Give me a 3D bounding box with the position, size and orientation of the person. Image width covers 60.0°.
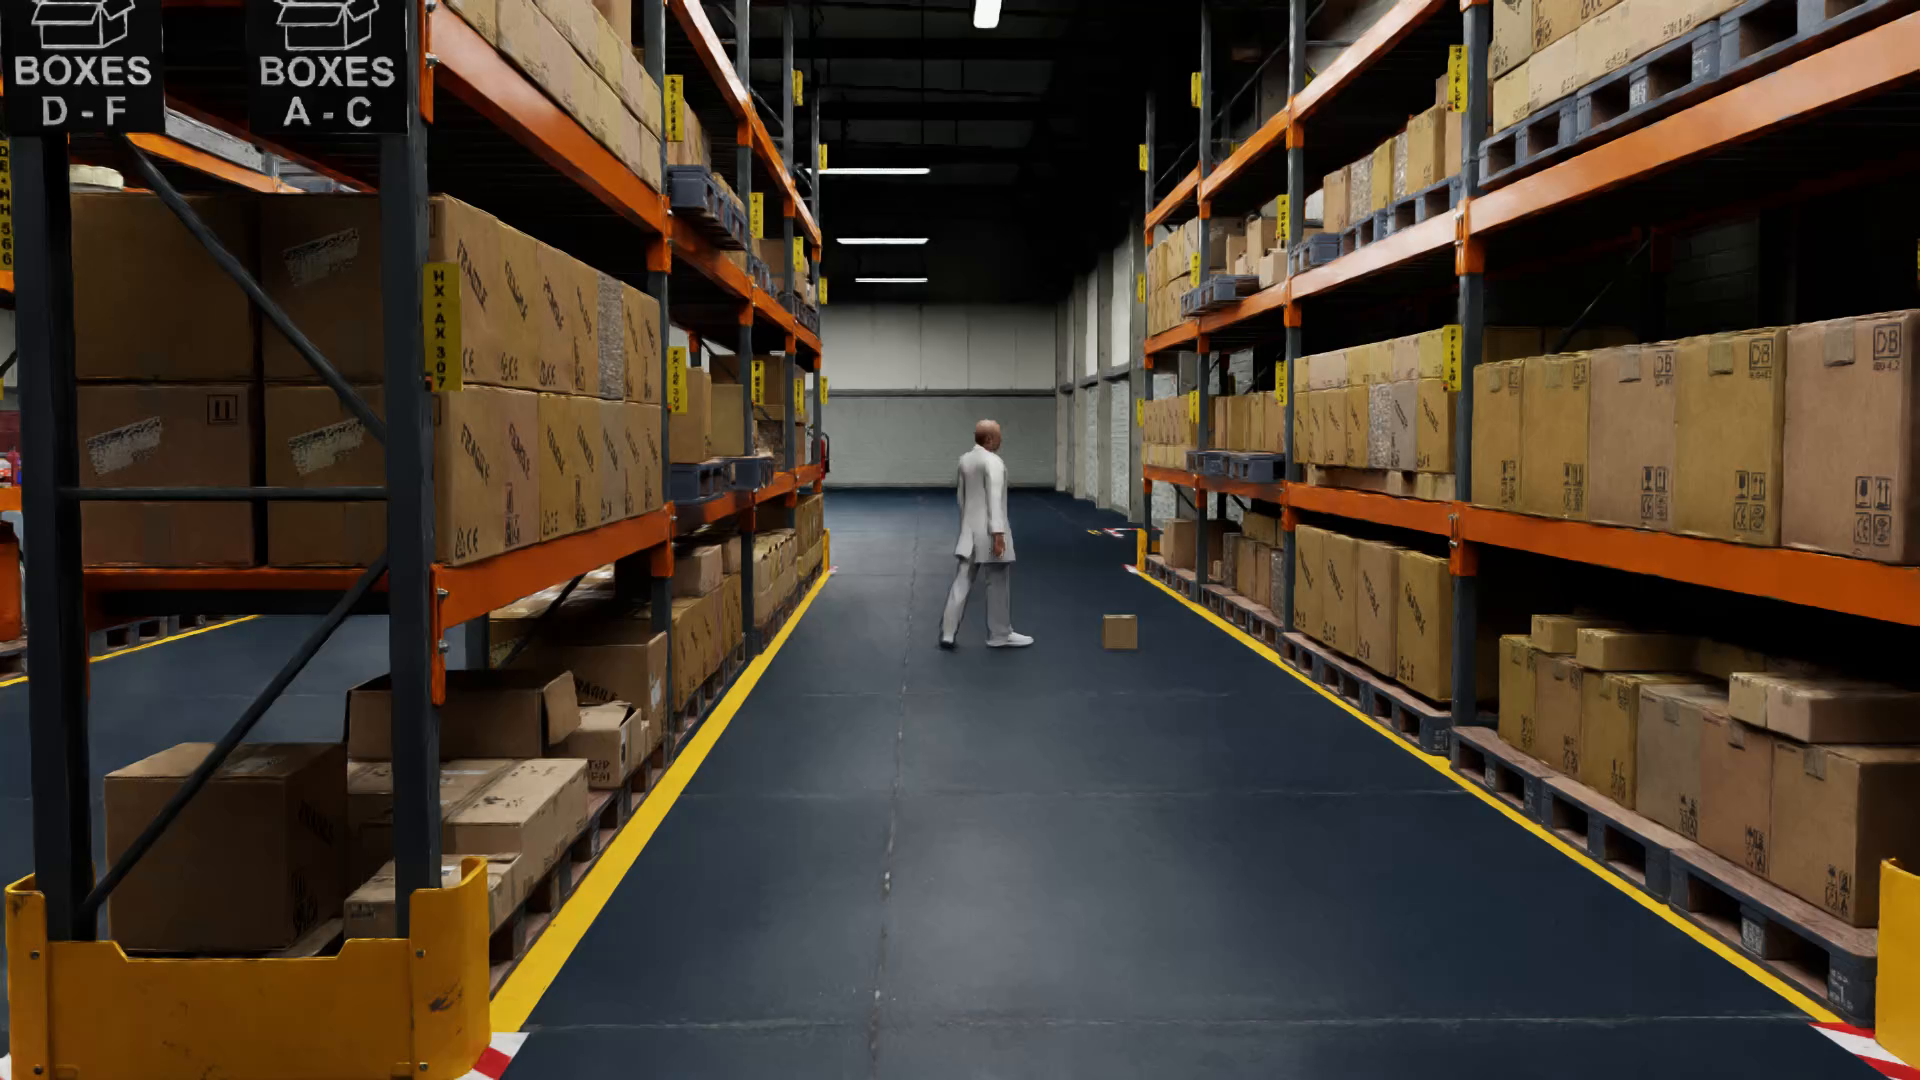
[{"bbox_3d":[0.183,-0.053,12.989,0.685,1.776,0.701,-3,5,-38],"label":"person"}]
